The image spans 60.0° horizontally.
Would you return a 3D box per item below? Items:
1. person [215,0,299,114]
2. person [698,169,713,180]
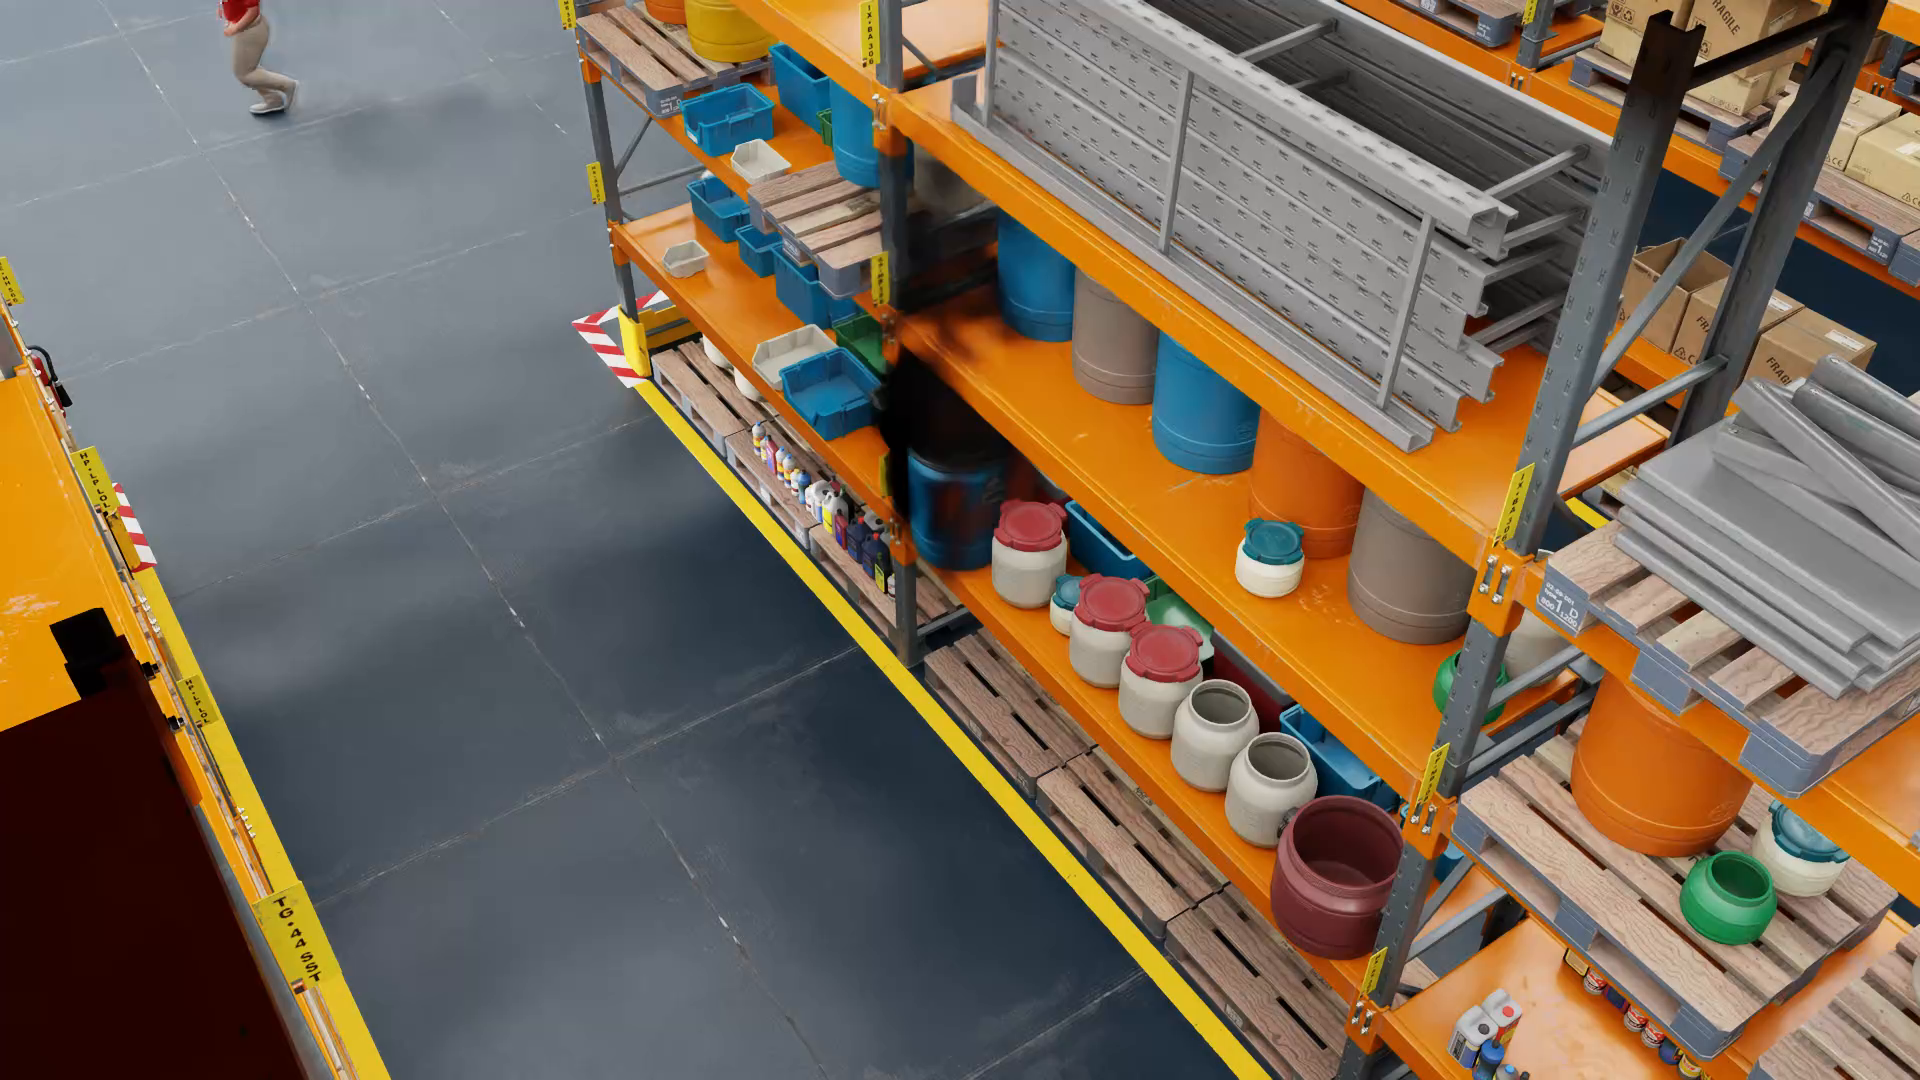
[{"bbox_3d":[-6.729,-4.829,15.772,0.604,1.667,0.660,-8,43,-9],"label":"person"},{"bbox_3d":[-1.905,-3.032,13.800,0.580,1.697,0.738,11,44,12],"label":"person"}]
